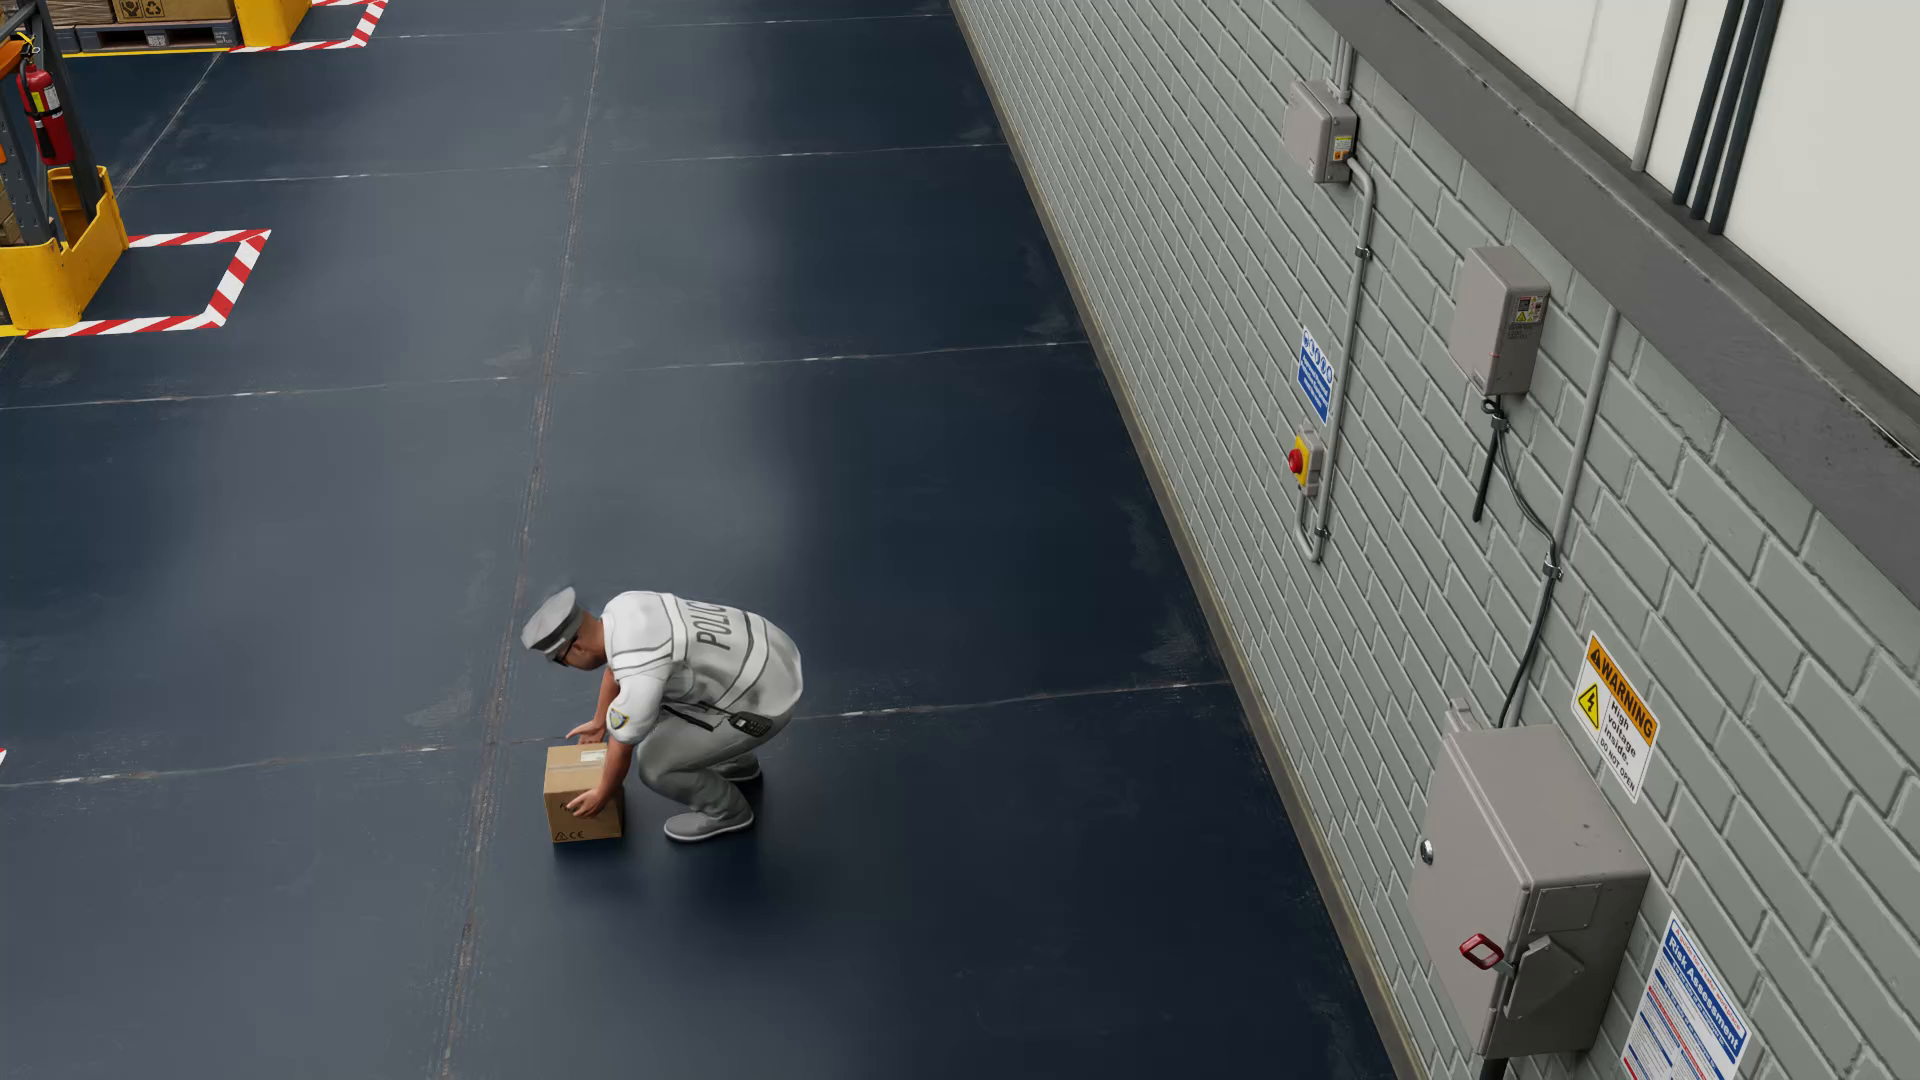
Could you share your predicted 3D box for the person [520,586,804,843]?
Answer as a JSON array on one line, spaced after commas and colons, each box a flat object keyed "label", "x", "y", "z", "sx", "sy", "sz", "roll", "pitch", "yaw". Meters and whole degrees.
[{"label": "person", "x": -1.023, "y": 0.586, "z": 5.909, "sx": 0.938, "sy": 1.052, "sz": 0.571, "roll": -4, "pitch": 35, "yaw": -6}]
